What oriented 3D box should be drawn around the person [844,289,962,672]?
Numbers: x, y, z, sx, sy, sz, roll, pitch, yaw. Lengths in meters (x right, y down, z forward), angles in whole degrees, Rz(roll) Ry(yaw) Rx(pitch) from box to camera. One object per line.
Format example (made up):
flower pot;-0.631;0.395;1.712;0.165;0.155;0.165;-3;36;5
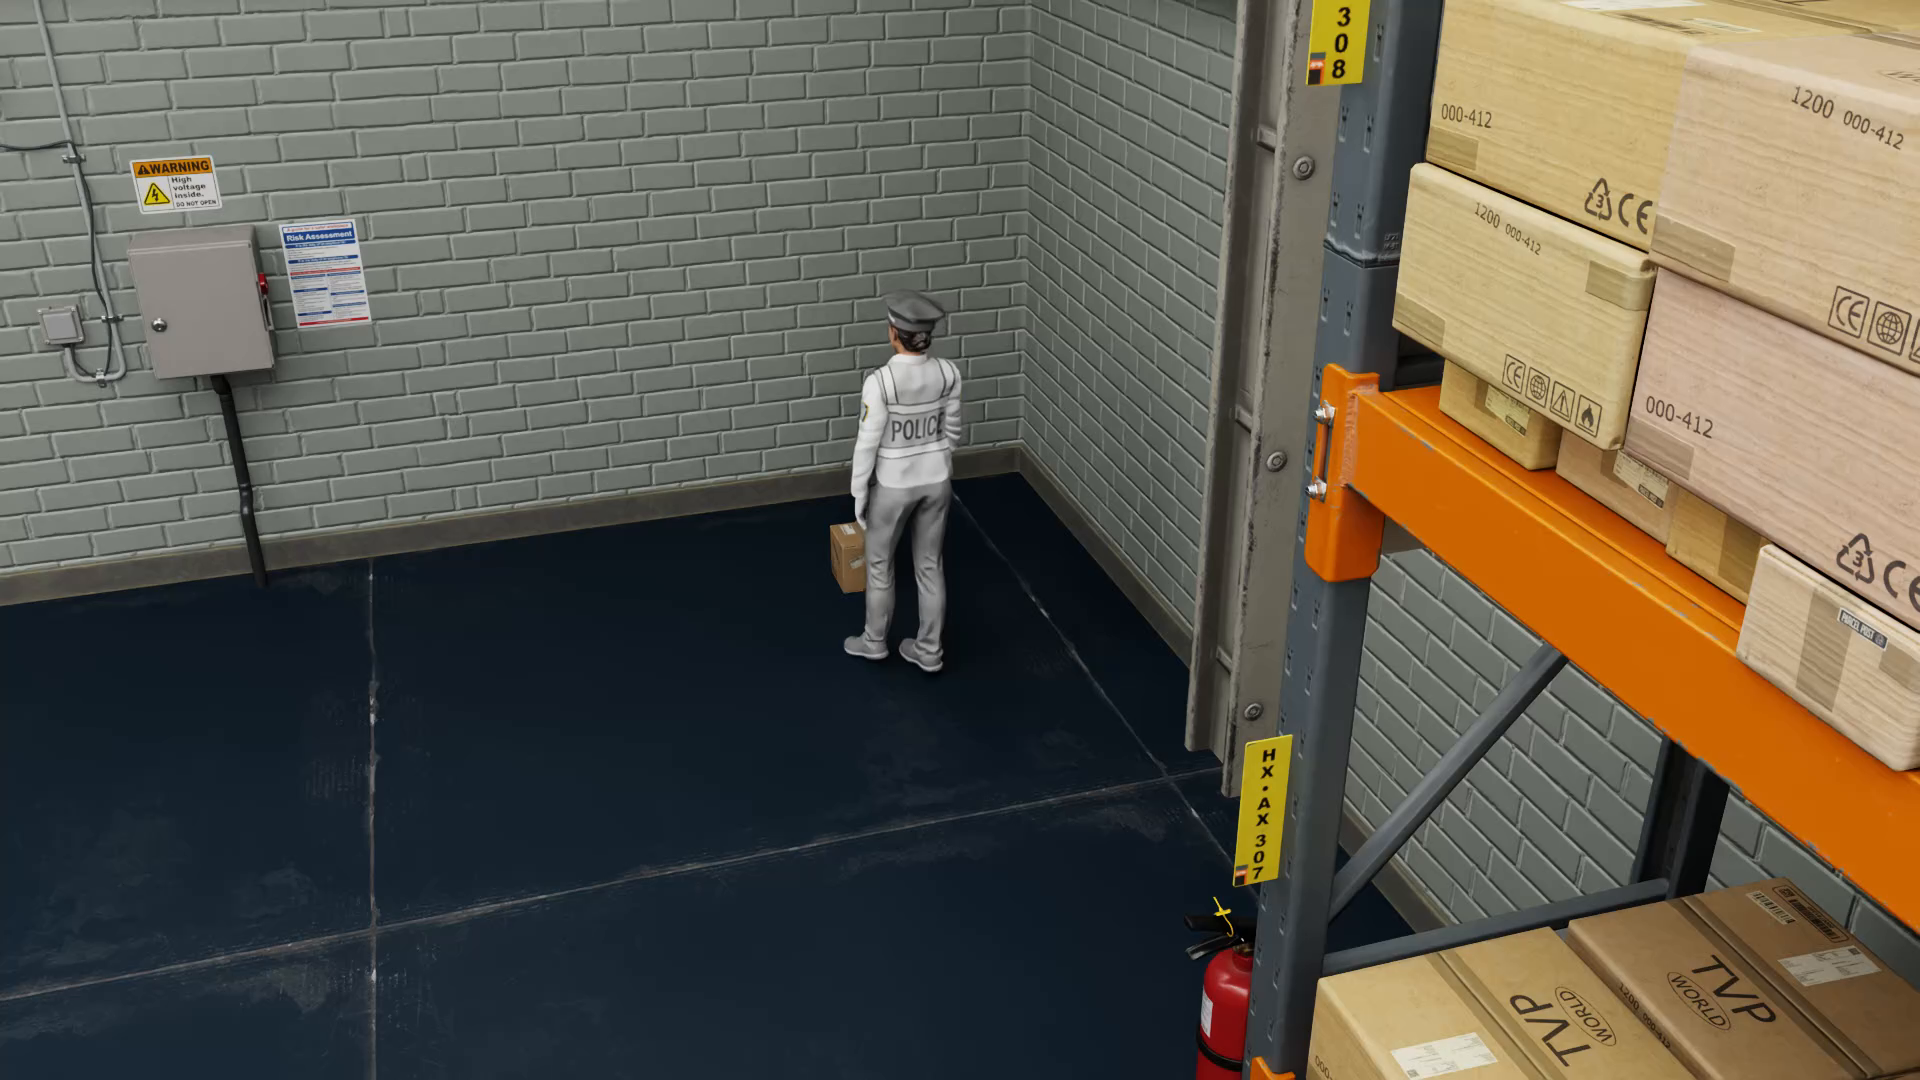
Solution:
person;-0.247;-0.226;7.058;0.508;1.697;0.480;-12;29;-23
